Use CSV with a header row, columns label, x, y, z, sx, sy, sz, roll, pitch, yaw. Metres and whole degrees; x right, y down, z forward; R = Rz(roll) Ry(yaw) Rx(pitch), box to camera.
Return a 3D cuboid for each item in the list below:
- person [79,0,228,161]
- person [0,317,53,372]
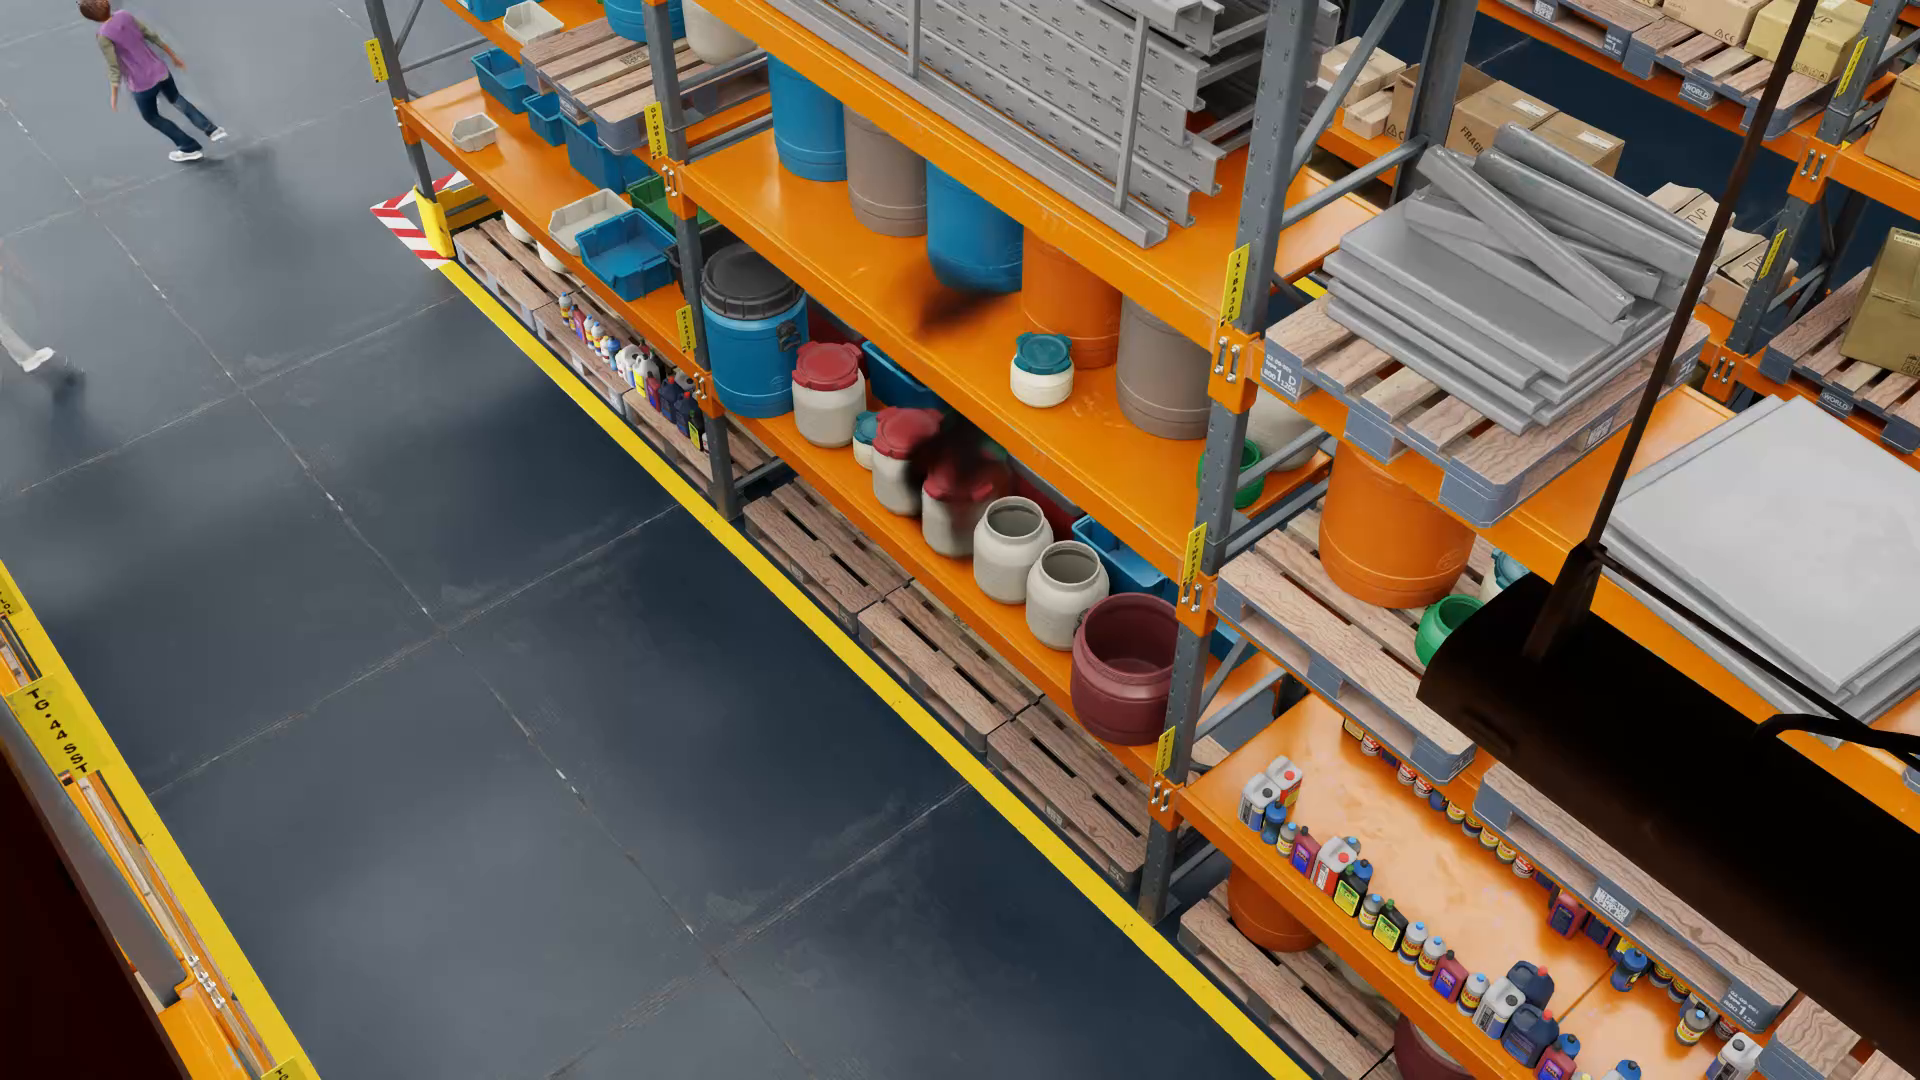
label,x,y,z,sx,sy,sz,roll,pitch,yaw
person,-6.533,-3.735,13.483,0.609,1.505,0.684,15,48,14
person,-6.996,-1.761,11.537,0.684,1.605,0.696,31,54,26
